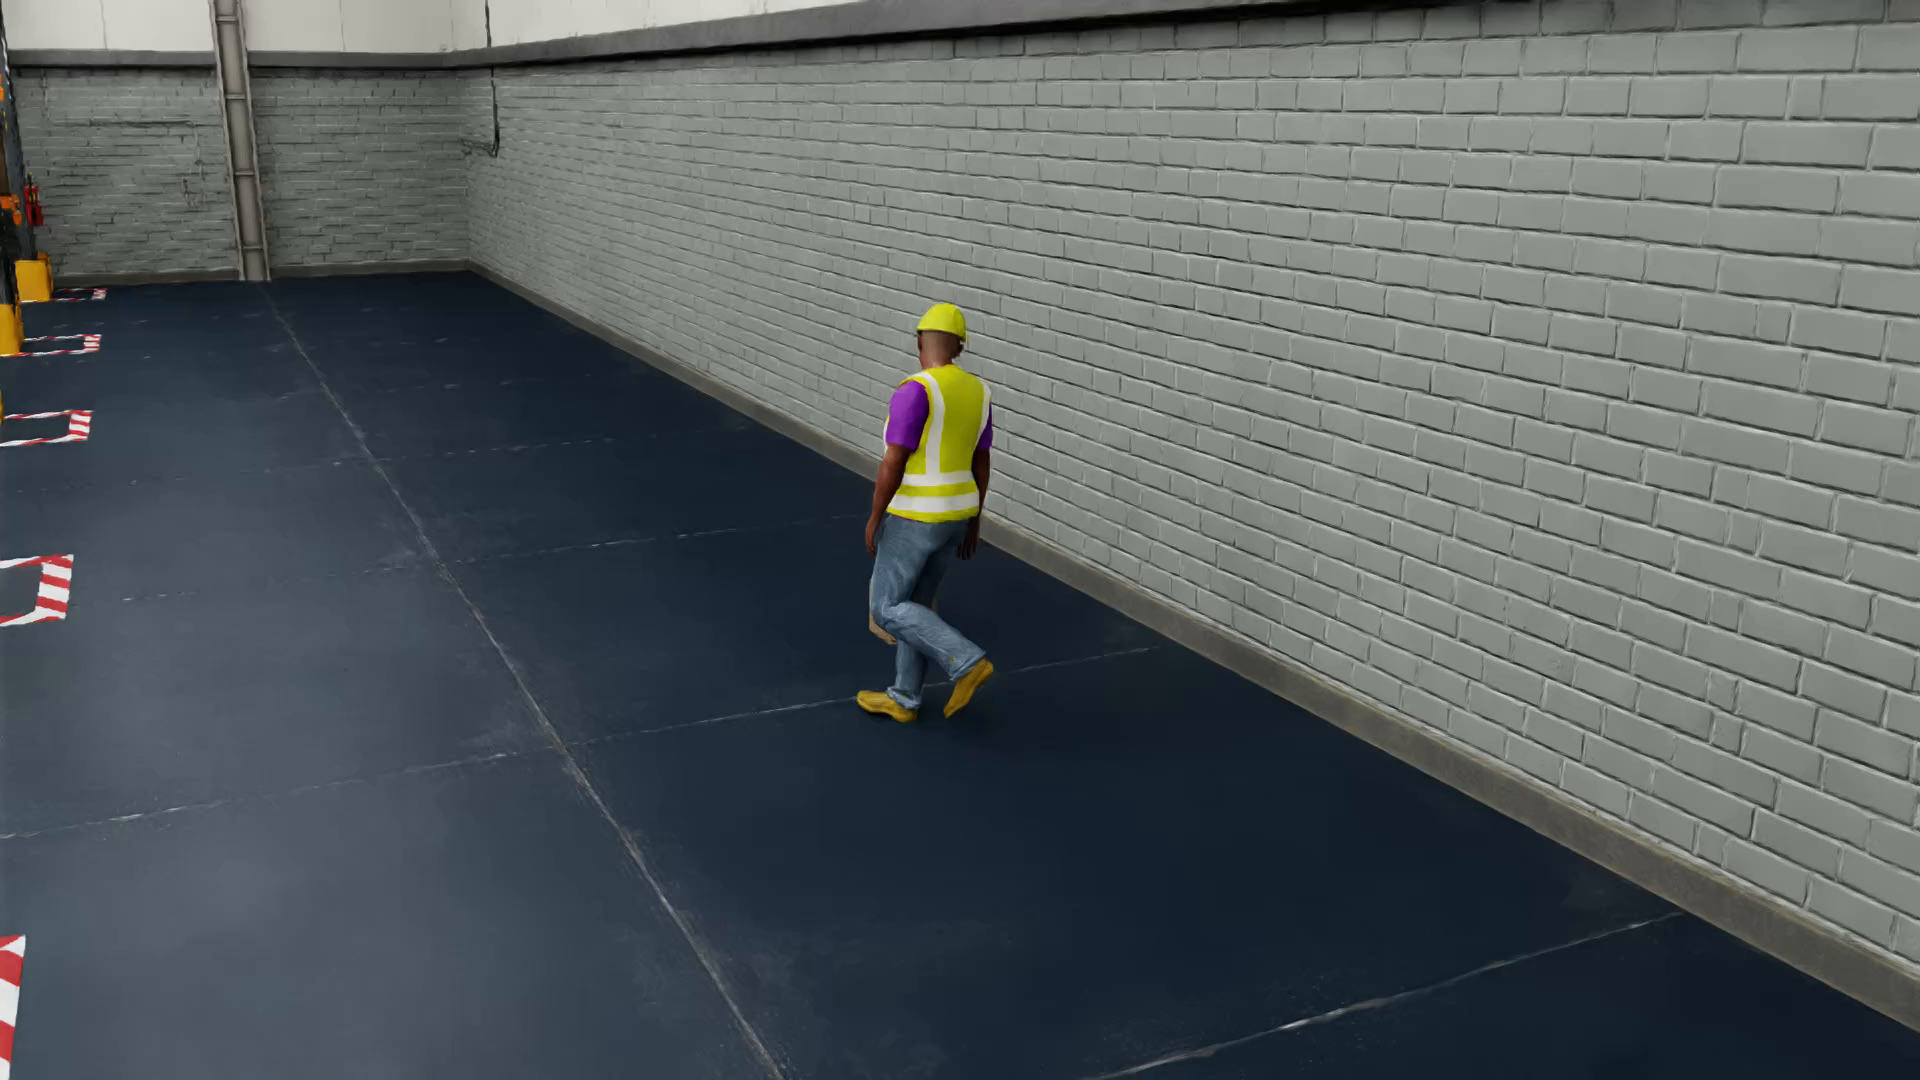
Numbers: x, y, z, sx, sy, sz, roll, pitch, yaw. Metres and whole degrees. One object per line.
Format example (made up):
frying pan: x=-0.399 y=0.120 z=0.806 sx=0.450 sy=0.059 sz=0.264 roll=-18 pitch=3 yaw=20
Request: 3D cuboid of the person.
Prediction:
person: x=-0.087 y=-0.089 z=6.860 sx=0.710 sy=1.745 sz=0.609 roll=10 pitch=18 yaw=33
